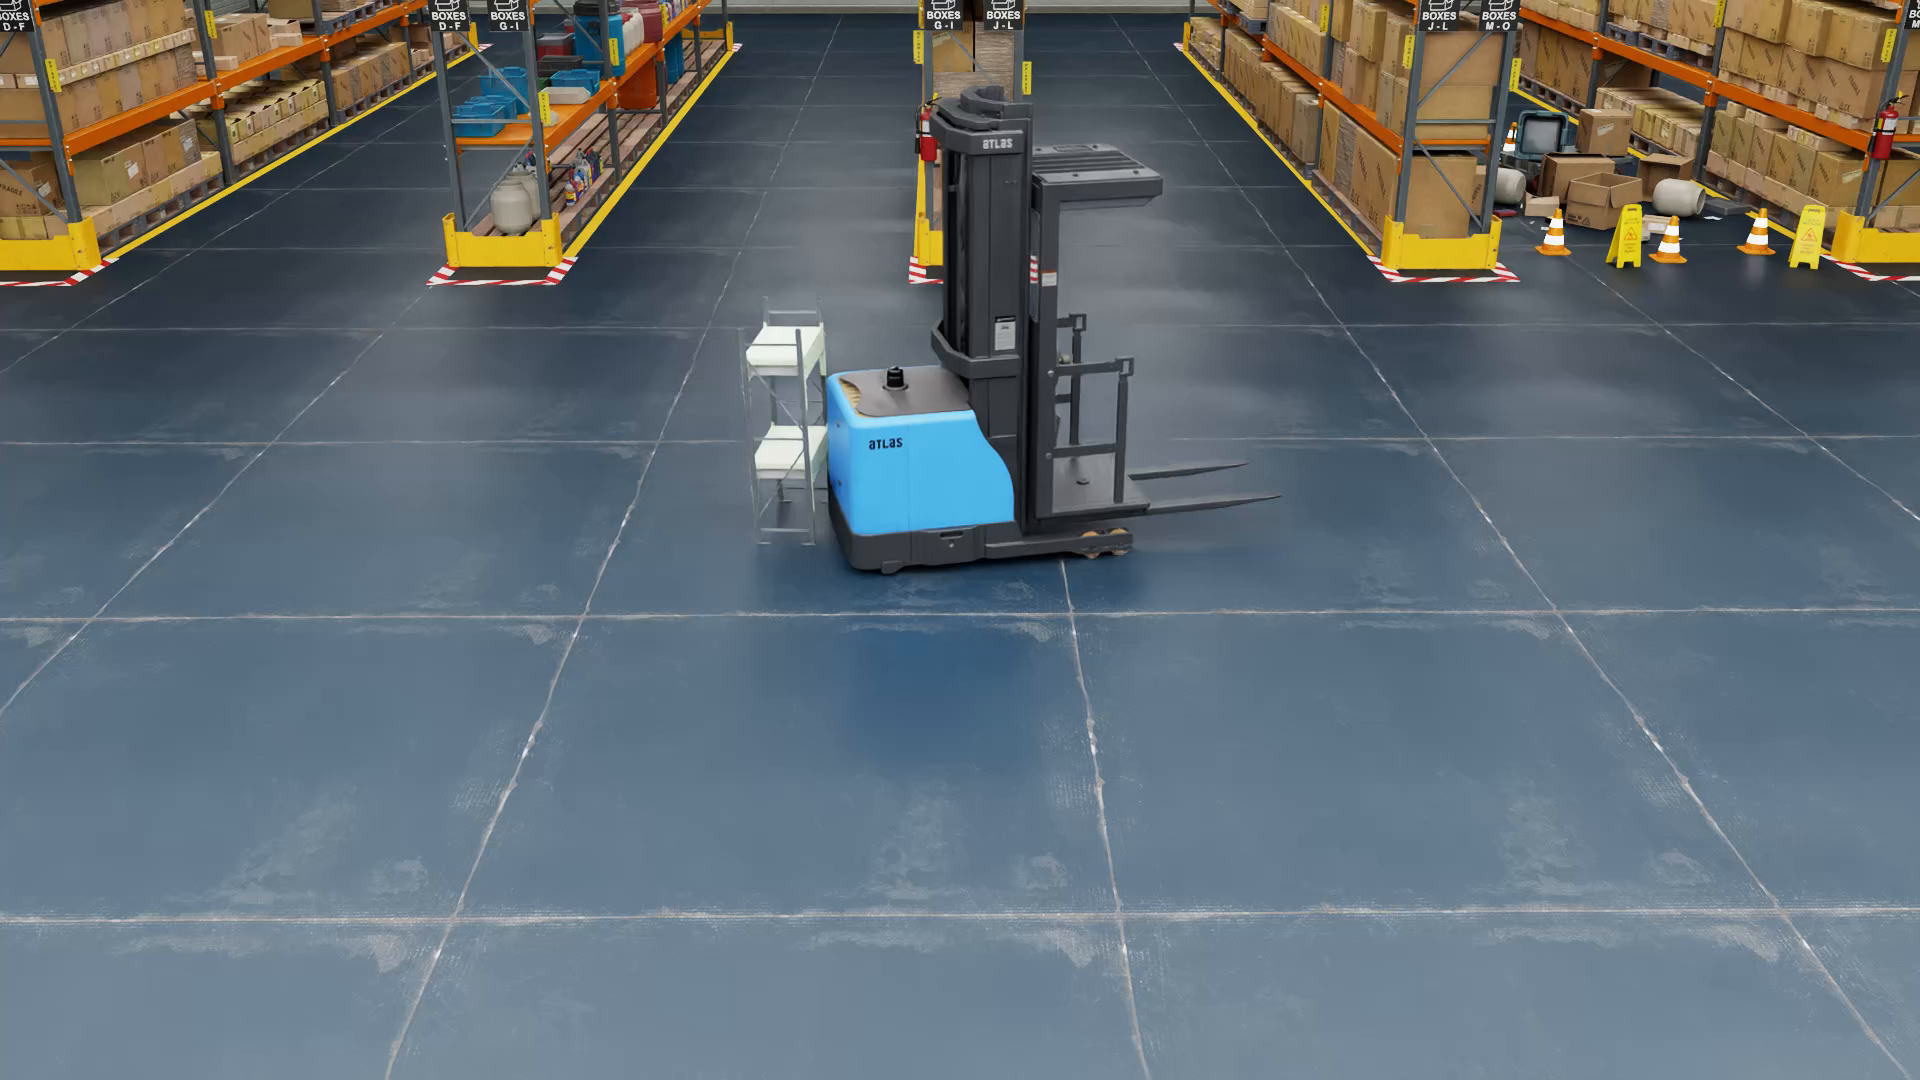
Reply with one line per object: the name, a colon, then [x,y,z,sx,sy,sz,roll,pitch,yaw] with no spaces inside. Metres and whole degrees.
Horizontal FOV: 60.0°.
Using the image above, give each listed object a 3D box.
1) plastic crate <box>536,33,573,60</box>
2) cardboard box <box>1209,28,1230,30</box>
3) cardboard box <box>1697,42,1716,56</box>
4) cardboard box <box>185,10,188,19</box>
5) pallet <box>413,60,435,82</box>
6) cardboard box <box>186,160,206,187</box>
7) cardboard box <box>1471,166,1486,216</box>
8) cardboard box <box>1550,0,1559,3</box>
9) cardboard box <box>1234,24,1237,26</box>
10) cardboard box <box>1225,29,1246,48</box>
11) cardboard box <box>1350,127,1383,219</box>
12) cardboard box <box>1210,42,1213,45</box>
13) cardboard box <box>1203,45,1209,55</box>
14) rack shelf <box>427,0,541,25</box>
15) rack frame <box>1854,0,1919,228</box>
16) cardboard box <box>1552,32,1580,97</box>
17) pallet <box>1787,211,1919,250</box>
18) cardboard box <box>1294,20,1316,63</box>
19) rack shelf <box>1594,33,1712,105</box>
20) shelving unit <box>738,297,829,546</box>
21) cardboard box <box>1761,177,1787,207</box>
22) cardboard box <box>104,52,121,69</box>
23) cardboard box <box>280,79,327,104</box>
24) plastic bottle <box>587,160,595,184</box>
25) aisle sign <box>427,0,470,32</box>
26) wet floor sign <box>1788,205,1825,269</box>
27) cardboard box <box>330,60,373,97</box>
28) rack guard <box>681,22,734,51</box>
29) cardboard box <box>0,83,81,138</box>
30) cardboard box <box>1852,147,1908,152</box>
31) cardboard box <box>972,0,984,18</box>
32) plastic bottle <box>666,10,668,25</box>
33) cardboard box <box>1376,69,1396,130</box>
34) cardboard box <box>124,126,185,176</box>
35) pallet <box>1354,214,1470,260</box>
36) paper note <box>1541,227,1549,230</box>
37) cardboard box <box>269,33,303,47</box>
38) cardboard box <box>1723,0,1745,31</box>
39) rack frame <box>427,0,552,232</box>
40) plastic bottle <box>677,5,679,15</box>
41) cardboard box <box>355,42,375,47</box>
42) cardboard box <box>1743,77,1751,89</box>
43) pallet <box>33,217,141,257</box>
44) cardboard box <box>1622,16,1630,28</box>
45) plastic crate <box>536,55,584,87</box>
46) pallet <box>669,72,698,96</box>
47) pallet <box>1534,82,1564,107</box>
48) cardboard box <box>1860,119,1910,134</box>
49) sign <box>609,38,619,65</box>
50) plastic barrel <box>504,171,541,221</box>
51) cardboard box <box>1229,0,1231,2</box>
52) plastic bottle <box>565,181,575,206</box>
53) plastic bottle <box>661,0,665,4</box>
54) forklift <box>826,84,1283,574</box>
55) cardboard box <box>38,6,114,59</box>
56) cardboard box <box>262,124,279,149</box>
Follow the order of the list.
plastic crate: [-5.172,-6.185,21.207,0.402,0.464,0.583,0,24,-1]
cardboard box: [4.720,-9.206,30.192,0.380,0.149,0.250,0,24,0]
cardboard box: [9.720,-6.312,21.361,0.380,0.149,0.250,0,24,0]
cardboard box: [-14.603,-9.760,30.926,0.380,0.149,0.250,0,24,1]
pallet: [-9.908,-8.245,29.225,1.003,0.211,1.213,0,24,-1]
cardboard box: [-9.595,-4.479,20.340,0.500,0.250,0.500,0,24,-1]
cardboard box: [6.096,-4.187,19.899,0.500,0.500,0.500,4,25,9]
cardboard box: [9.657,-8.666,26.347,0.500,0.250,0.500,-1,24,-2]
cardboard box: [5.254,-9.424,30.675,0.380,0.149,0.250,1,24,1]
cardboard box: [4.709,-8.345,27.675,0.500,0.250,0.500,-1,24,-3]
cardboard box: [5.011,-4.177,18.914,0.875,0.875,0.875,-1,24,-1]
cardboard box: [4.681,-8.843,29.752,0.380,0.149,0.250,0,24,1]
cardboard box: [4.638,-8.943,30.332,0.380,0.149,0.250,0,24,-1]
rack shelf: [-4.839,-6.172,18.490,1.077,0.370,4.000,0,24,-1]
rack frame: [10.045,-4.376,17.285,1.000,3.000,0.127,0,24,-1]
cardboard box: [10.028,-7.548,26.368,0.875,0.875,0.875,0,24,0]
pallet: [10.071,-3.471,18.669,1.003,0.211,1.213,0,24,-1]
cardboard box: [4.769,-6.636,22.161,0.500,0.500,0.500,0,24,0]
rack shelf: [9.980,-6.520,22.900,1.077,0.370,4.000,0,24,-1]
shelving unit: [-1.152,-0.805,11.194,0.431,1.500,0.755,1,24,6]
cardboard box: [9.758,-4.075,19.448,0.500,0.250,0.500,-1,24,-2]
cardboard box: [-9.575,-5.323,18.470,0.380,0.149,0.250,-1,24,-1]
cardboard box: [-9.605,-6.564,24.270,0.500,0.311,0.500,0,24,1]
plastic bottle: [-4.520,-4.510,20.344,0.061,0.283,0.133,1,24,3]
aisle sign: [-5.113,-5.462,16.533,0.394,0.787,0.004,0,24,-1]
wet floor sign: [8.977,-3.220,17.587,0.267,0.644,0.232,8,26,18]
cardboard box: [-9.588,-7.258,26.156,0.500,0.500,0.500,-1,24,-1]
rack guard: [-5.005,-9.773,32.252,1.175,0.500,0.348,0,24,-1]
cardboard box: [-9.762,-4.526,17.496,0.700,0.500,0.500,0,24,-1]
cardboard box: [10.302,-4.215,18.846,0.500,0.500,0.500,-1,24,-3]
cardboard box: [0.385,-5.814,18.769,0.500,0.500,0.500,0,24,-1]
plastic bottle: [-4.549,-8.073,25.602,0.061,0.283,0.133,0,24,-1]
cardboard box: [5.019,-4.759,17.951,0.875,0.550,0.550,0,24,-1]
cardboard box: [-9.587,-4.615,19.730,0.500,0.500,0.500,0,24,-1]
pallet: [5.009,-3.370,18.446,1.003,0.211,1.213,0,24,-1]
paper note: [6.777,-3.595,19.164,0.144,0.017,0.142,8,26,18]
cardboard box: [-9.571,-7.101,23.615,0.380,0.149,0.250,0,24,-1]
cardboard box: [9.789,-6.478,20.238,0.700,0.500,0.500,-1,24,-1]
rack frame: [-4.817,-4.309,17.137,1.000,3.000,0.127,0,24,-1]
plastic bottle: [-4.581,-8.541,26.735,0.097,0.201,0.097,0,24,0]
cardboard box: [-10.139,-8.094,28.006,0.500,0.500,0.500,-1,24,-3]
cardboard box: [9.772,-5.565,20.220,0.380,0.149,0.250,0,24,-1]
pallet: [-9.820,-3.333,18.362,1.003,0.211,1.213,0,24,-1]
cardboard box: [9.702,-7.385,23.733,0.380,0.149,0.250,-2,24,-4]
plastic crate: [-4.982,-5.713,20.316,0.767,0.338,0.504,0,24,-1]
pallet: [-4.981,-7.665,27.942,1.003,0.211,1.213,0,24,-1]
pallet: [10.014,-7.228,26.976,1.003,0.211,1.213,0,24,-1]
cardboard box: [9.827,-4.414,17.675,0.380,0.149,0.250,1,24,1]
sign: [-4.310,-6.081,20.720,0.100,0.325,0.005,0,24,-1]
plastic barrel: [-4.906,-3.844,18.619,0.421,0.512,0.421,0,24,0]
cardboard box: [4.522,-8.744,26.738,0.380,0.149,0.250,-1,24,-3]
plastic bottle: [-4.525,-4.015,19.264,0.097,0.271,0.097,0,24,0]
plastic bottle: [-4.731,-8.517,26.597,0.097,0.271,0.097,0,24,0]
forklift: [0.666,-1.426,10.847,3.031,2.935,1.130,-6,25,-12]
cardboard box: [-9.781,-5.564,18.216,0.700,0.500,0.500,0,24,0]
cardboard box: [-9.583,-5.466,22.524,0.500,0.250,0.500,-1,24,-2]
